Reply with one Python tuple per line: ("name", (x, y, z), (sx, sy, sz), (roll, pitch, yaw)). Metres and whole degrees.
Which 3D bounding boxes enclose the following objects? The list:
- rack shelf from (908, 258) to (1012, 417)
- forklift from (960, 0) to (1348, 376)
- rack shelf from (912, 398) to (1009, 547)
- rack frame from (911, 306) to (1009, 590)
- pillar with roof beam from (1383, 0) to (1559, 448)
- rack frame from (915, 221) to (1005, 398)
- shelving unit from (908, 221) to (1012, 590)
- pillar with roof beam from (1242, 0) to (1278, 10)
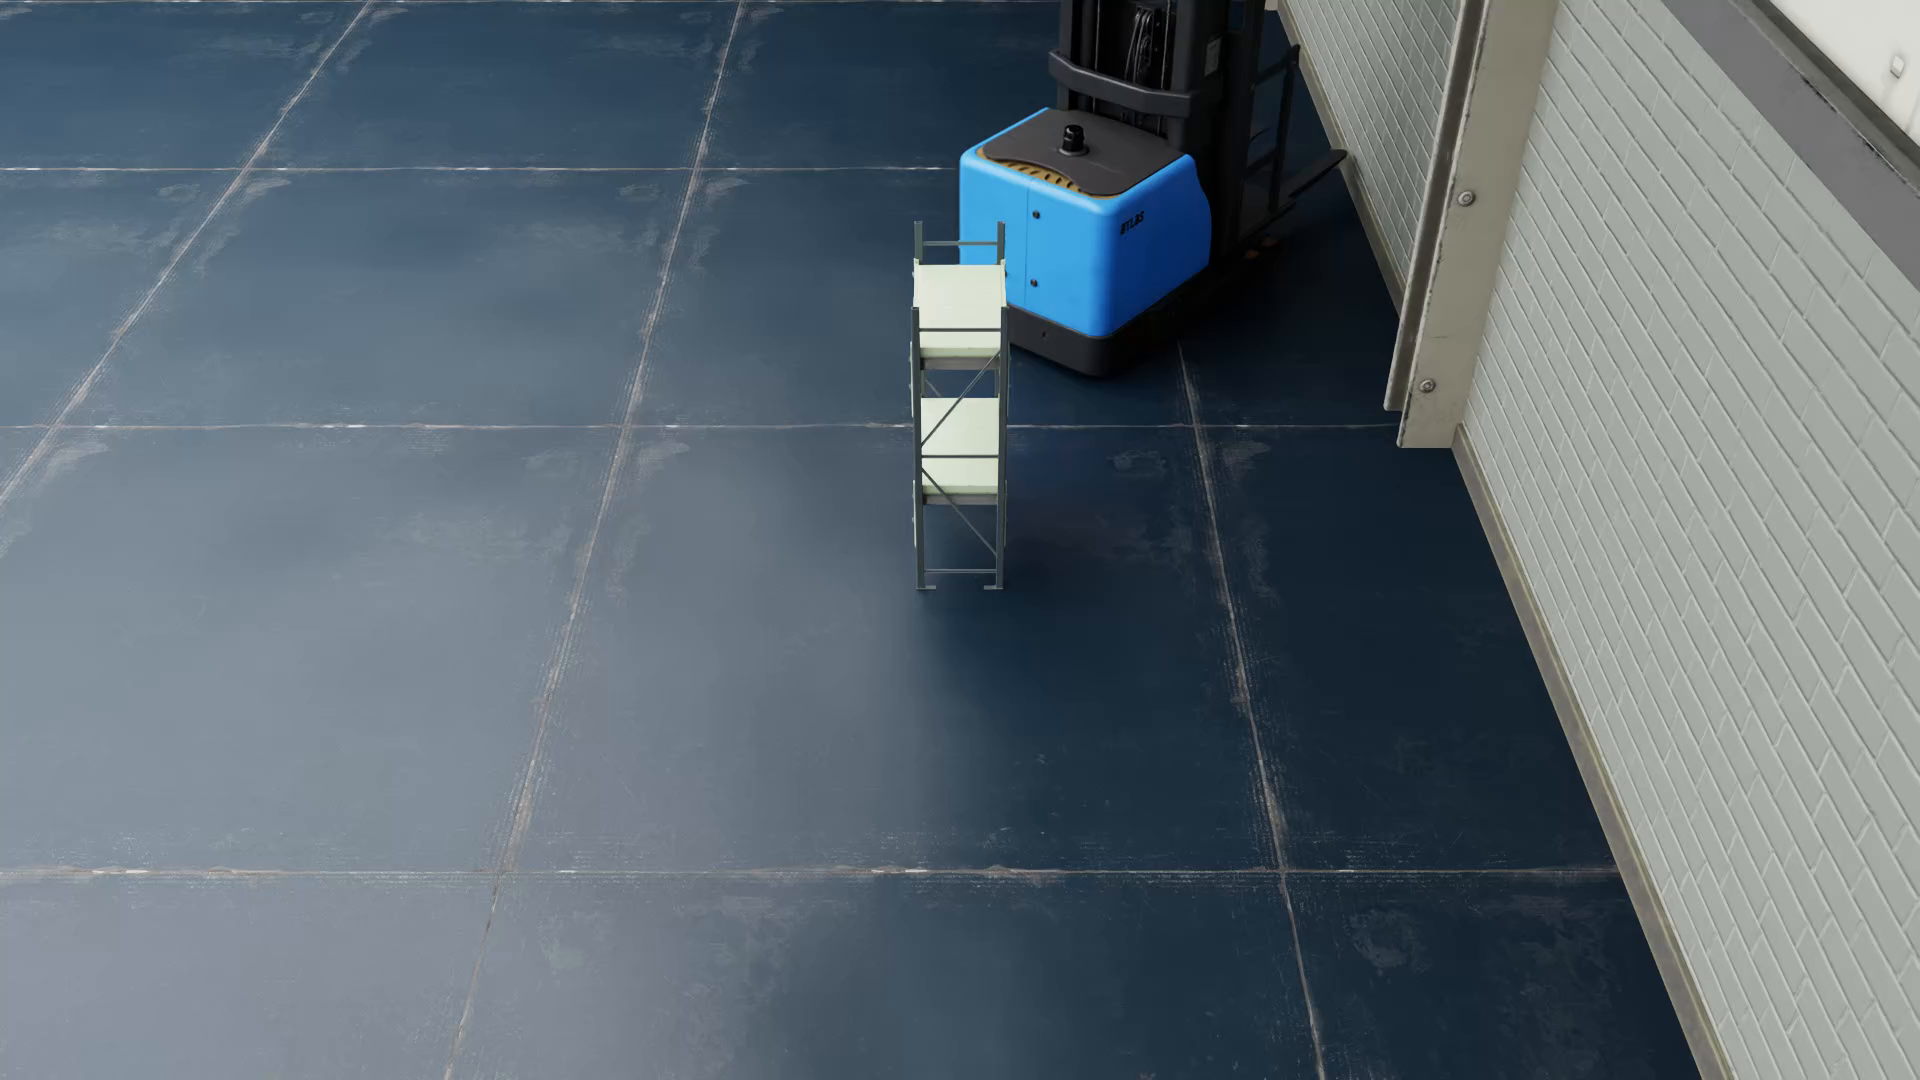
("rack shelf", (0.000, -0.894, 7.288), (0.431, 0.370, 0.720), (0, 39, 0))
("forklift", (1.302, -2.887, 9.254), (1.130, 2.935, 3.031), (27, 46, 29))
("rack shelf", (0.000, -0.335, 7.736), (0.431, 0.370, 0.720), (0, 39, 0))
("rack frame", (0.000, -0.361, 7.246), (0.400, 1.500, 0.023), (0, 39, 0))
("pillar with roof beam", (-1.885, -4.109, 5.928), (9.100, 9.000, 0.400), (0, 39, 0))
("rack frame", (0.000, -0.818, 7.817), (0.400, 1.500, 0.023), (0, 39, 0))
("shelving unit", (0.000, -0.589, 7.532), (0.431, 1.500, 0.755), (0, 39, 0))
("pillar with roof beam", (-1.892, -7.862, 10.610), (9.100, 9.000, 0.400), (0, 39, 0))
